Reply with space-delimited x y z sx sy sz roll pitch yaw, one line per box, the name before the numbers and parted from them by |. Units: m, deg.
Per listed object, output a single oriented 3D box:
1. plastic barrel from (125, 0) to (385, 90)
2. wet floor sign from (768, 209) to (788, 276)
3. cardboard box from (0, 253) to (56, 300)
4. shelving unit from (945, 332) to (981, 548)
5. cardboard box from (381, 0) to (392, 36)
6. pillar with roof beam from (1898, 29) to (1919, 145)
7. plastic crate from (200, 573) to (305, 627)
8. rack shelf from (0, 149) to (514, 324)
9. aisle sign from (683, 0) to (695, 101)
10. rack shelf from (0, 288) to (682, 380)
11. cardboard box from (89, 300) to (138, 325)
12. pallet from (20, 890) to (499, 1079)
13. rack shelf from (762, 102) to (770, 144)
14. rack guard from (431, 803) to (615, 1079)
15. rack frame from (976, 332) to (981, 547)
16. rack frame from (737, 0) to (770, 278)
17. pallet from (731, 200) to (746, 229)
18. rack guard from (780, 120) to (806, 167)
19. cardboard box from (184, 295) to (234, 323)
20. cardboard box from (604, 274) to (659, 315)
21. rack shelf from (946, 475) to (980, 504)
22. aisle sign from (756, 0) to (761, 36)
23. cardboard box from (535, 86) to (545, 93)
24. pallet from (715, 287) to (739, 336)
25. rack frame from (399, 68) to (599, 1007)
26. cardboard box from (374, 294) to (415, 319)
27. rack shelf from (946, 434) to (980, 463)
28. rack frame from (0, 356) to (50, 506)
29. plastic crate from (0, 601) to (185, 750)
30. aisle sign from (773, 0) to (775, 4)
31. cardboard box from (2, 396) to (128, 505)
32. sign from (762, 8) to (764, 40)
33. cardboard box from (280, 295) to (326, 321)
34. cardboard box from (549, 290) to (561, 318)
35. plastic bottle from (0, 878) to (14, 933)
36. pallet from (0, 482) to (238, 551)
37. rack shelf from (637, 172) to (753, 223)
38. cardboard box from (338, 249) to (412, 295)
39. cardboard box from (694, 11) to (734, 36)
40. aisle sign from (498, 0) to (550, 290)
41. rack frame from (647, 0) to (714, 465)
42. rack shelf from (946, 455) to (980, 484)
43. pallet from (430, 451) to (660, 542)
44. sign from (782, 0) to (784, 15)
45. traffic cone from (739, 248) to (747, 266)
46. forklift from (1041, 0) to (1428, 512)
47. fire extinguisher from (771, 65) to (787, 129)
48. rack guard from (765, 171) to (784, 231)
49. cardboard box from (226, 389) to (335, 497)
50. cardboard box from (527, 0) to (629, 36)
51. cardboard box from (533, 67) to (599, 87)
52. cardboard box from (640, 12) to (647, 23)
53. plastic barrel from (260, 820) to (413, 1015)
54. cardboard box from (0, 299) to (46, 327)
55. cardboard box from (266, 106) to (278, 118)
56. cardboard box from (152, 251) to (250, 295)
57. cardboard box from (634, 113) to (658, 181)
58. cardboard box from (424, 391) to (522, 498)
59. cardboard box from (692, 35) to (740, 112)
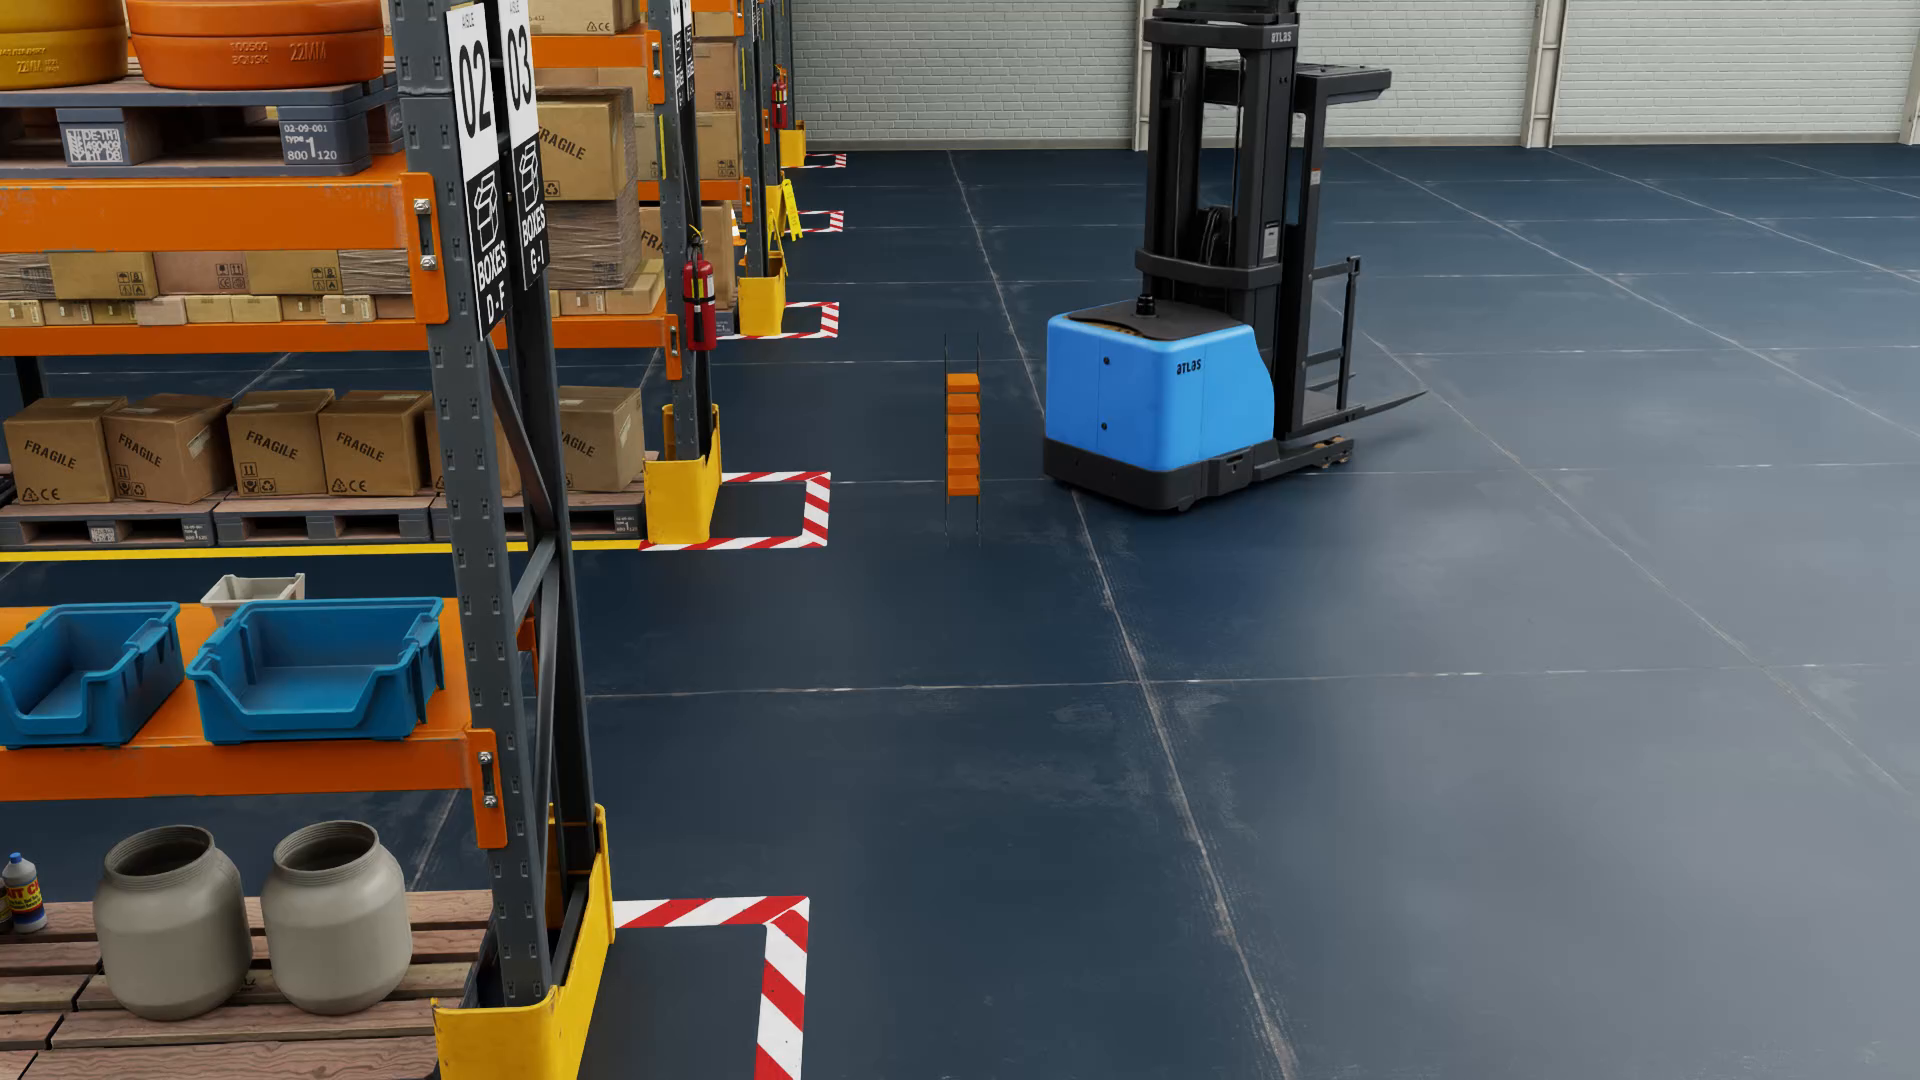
plastic barrel | -1.777 -1.570 4.120 0.708 0.830 0.600 -1 21 -3
wet floor sign | -1.849 -2.953 16.471 0.232 0.644 0.267 -5 21 -12
cardboard box | -5.123 -1.677 9.253 0.500 0.500 0.875 -1 21 -3
shelving unit | 0.014 -0.561 9.408 0.189 1.200 0.258 -1 21 -3
cardboard box | -3.059 -2.799 8.752 0.500 0.250 0.500 -1 21 -2
pillar with roof beam | 15.035 -8.815 20.128 0.400 9.000 9.100 -1 21 -3
plastic crate | -2.211 0.201 5.249 0.250 0.136 0.298 -1 21 -3
rack shelf | -3.296 -0.851 4.437 4.000 0.370 1.077 -1 21 -3
aisle sign | -1.537 -2.909 9.391 0.004 0.787 0.394 -1 21 -3
rack shelf | -3.579 -1.209 9.592 4.000 0.370 1.077 -1 21 -3
cardboard box | -4.596 -1.308 9.195 0.250 0.149 0.380 -1 21 -3
pallet | -2.184 1.510 5.359 1.213 0.211 1.003 -1 21 -3
rack shelf | -4.145 -4.729 18.838 4.000 0.370 1.077 -1 21 -3
rack guard | -1.373 1.360 5.346 0.348 0.500 1.175 -1 21 -3
rack frame | 0.106 -0.563 9.413 0.006 1.200 0.240 -1 21 -3
rack frame | -1.764 -3.350 14.204 0.127 3.000 1.000 -1 21 -3
pallet | -3.037 -3.797 19.299 1.213 0.211 1.003 -1 21 -3
rack guard | -2.411 -5.702 23.894 0.348 0.500 1.175 -1 21 -3
cardboard box | -4.097 -1.319 9.222 0.250 0.149 0.380 -1 21 -3
cardboard box | -1.855 -1.389 9.407 0.250 0.149 0.380 -1 21 -3
rack shelf | 0.014 -0.295 9.509 0.180 0.103 0.258 -1 21 -3
aisle sign | -1.711 -4.673 14.025 0.004 0.787 0.394 -1 21 -3
cardboard box | -2.646 -2.317 9.527 0.500 0.500 0.500 -1 21 -3
pallet | -2.558 -2.003 14.584 1.213 0.211 1.003 -1 21 -3
rack frame | -1.299 0.174 4.949 0.127 3.000 1.000 -1 21 -3
cardboard box | -3.102 -1.358 9.325 0.250 0.149 0.380 -1 21 -3
rack shelf | 0.014 -0.520 9.424 0.180 0.103 0.258 -1 21 -3
rack frame | -5.576 -1.505 9.357 0.127 3.000 1.000 -1 21 -3
plastic crate | -2.431 0.371 4.640 0.408 0.251 0.499 -1 21 -3
aisle sign | -2.104 -6.432 18.647 0.004 0.787 0.394 -1 21 -3
cardboard box | -5.174 -0.527 9.711 0.500 0.500 0.500 -2 21 -5
sign | -2.136 -5.597 18.036 0.005 0.325 0.100 -1 21 -3
cardboard box | -3.600 -1.341 9.281 0.250 0.149 0.380 -1 21 -3
cardboard box | -2.351 -1.361 9.333 0.250 0.149 0.380 -1 21 -3
plastic bottle | -3.231 1.204 5.557 0.097 0.201 0.097 0 21 0
pallet | -4.907 -0.228 9.922 1.213 0.211 1.003 -1 21 -3
rack shelf | -3.761 -2.973 14.225 4.000 0.370 1.077 -1 21 -3
cardboard box | -3.127 -1.723 9.371 0.500 0.500 0.875 -1 21 -3
cardboard box | -2.645 -5.671 18.337 0.500 0.500 0.700 -2 21 -4
aisle sign | -1.244 -1.147 4.764 0.004 0.787 0.394 -1 21 -3
rack frame | -1.582 -1.586 9.570 0.127 3.000 1.000 -1 21 -3
rack shelf | 0.014 -0.407 9.467 0.180 0.103 0.258 -1 21 -3
pallet | -2.471 -0.277 10.052 1.213 0.211 1.003 -1 21 -3
sign | -2.418 -7.328 22.693 0.005 0.325 0.100 -1 21 -3
traffic cone | -2.101 -3.066 17.024 0.334 0.463 0.336 -1 21 -3
forklift | 1.957 -1.956 10.639 3.031 2.935 1.130 -17 27 -38
fire extinguisher | -2.007 -4.909 18.407 0.183 0.674 0.296 -1 21 -3
rack guard | -2.224 -3.936 19.257 0.348 0.500 1.175 -1 21 -3
cardboard box | -3.987 -0.581 9.855 0.500 0.500 0.500 -3 21 -8
cardboard box | -2.049 -2.817 8.801 0.500 0.250 0.500 -1 21 -2
cardboard box | -3.248 -3.924 13.983 0.550 0.550 0.875 -1 21 -3
cardboard box | -3.654 -5.617 18.194 0.500 0.500 0.700 -1 21 -4
plastic barrel | -1.952 1.181 5.211 0.421 0.512 0.421 0 21 0
cardboard box | -5.093 -1.285 9.134 0.250 0.149 0.380 -1 21 -3
cardboard box | -3.615 -2.111 8.986 0.500 0.500 0.500 -1 21 -3
cardboard box | -4.128 -1.721 9.367 0.500 0.500 0.875 -1 21 -3
cardboard box | -2.680 -3.377 14.065 0.550 0.550 0.875 -1 21 -3
cardboard box | -2.801 -0.583 9.859 0.500 0.500 0.500 4 21 11
cardboard box | -2.137 -3.931 14.001 0.550 0.550 0.875 -1 21 -3
